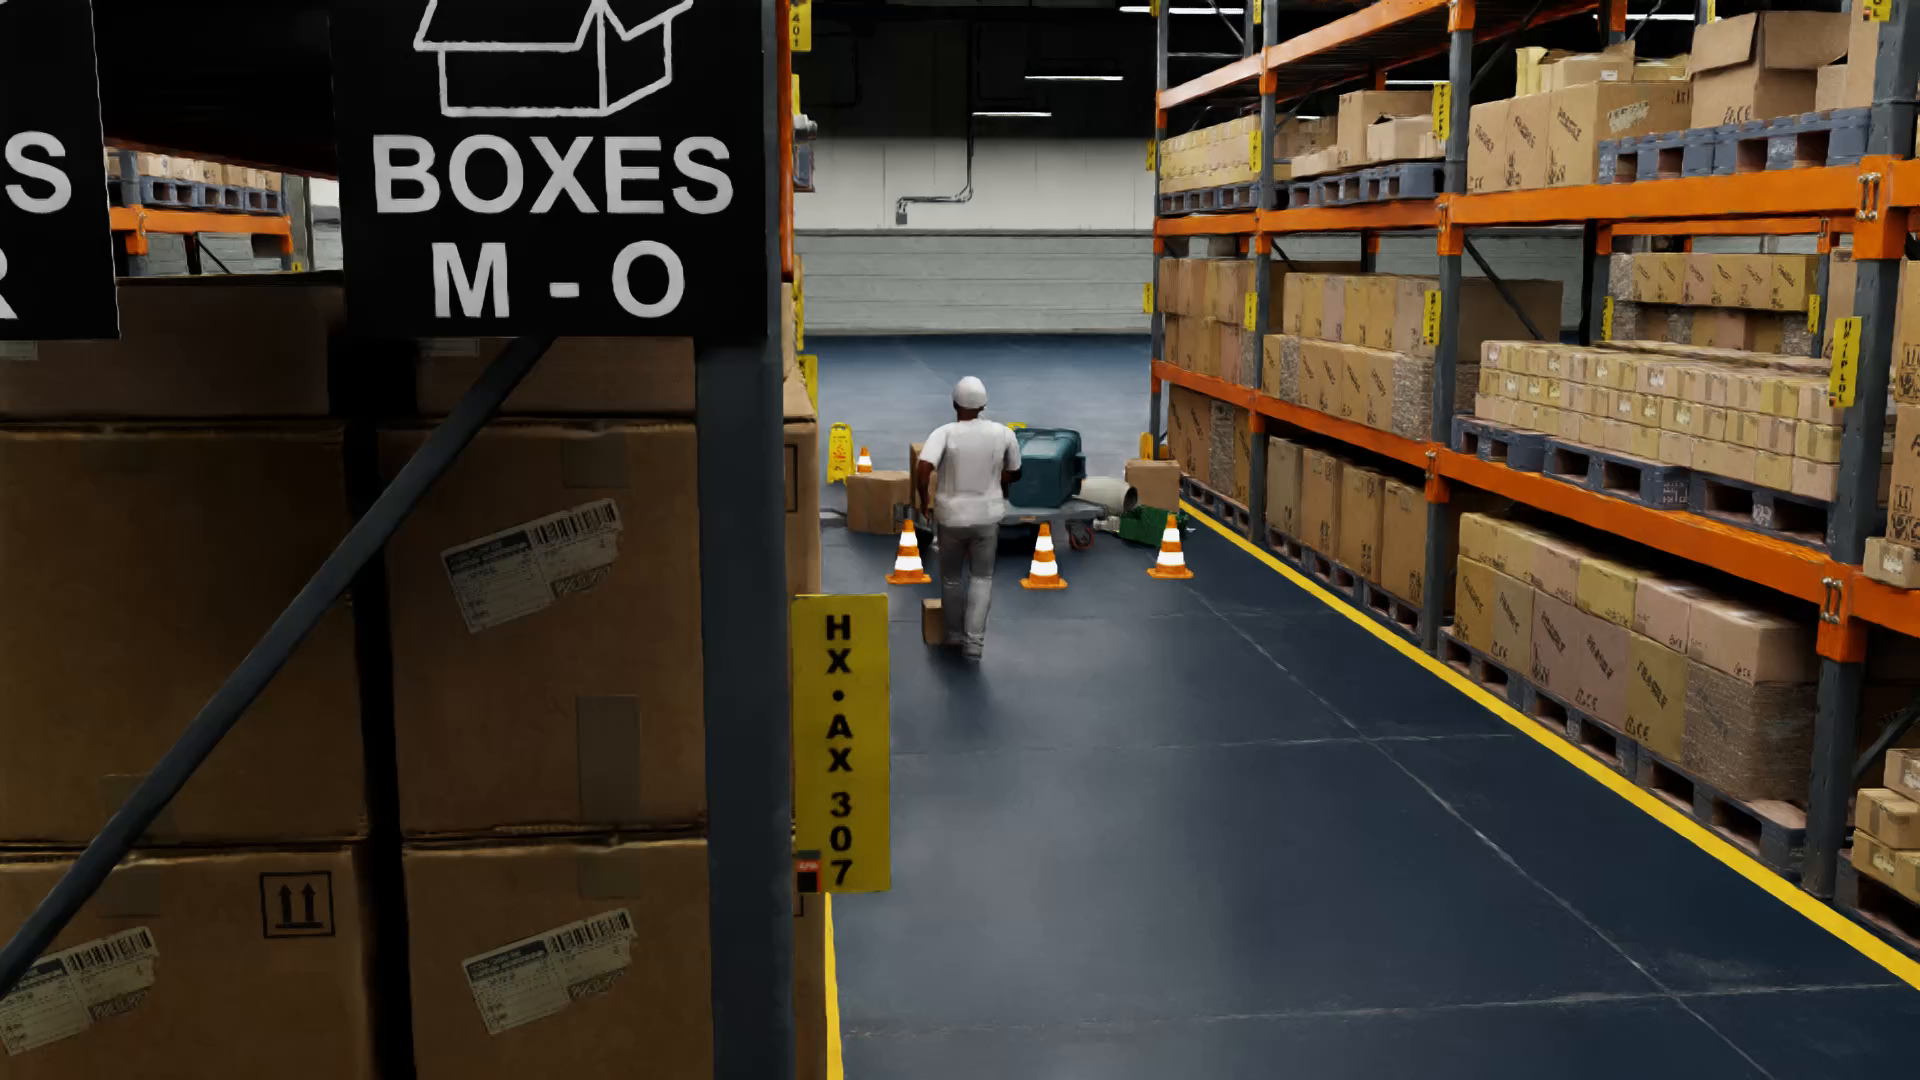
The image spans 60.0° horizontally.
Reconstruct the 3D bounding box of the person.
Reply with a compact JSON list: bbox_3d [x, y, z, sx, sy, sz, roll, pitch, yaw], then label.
[{"bbox_3d":[0.046,-0.148,10.214,0.654,1.745,0.857,0,10,-2],"label":"person"}]
